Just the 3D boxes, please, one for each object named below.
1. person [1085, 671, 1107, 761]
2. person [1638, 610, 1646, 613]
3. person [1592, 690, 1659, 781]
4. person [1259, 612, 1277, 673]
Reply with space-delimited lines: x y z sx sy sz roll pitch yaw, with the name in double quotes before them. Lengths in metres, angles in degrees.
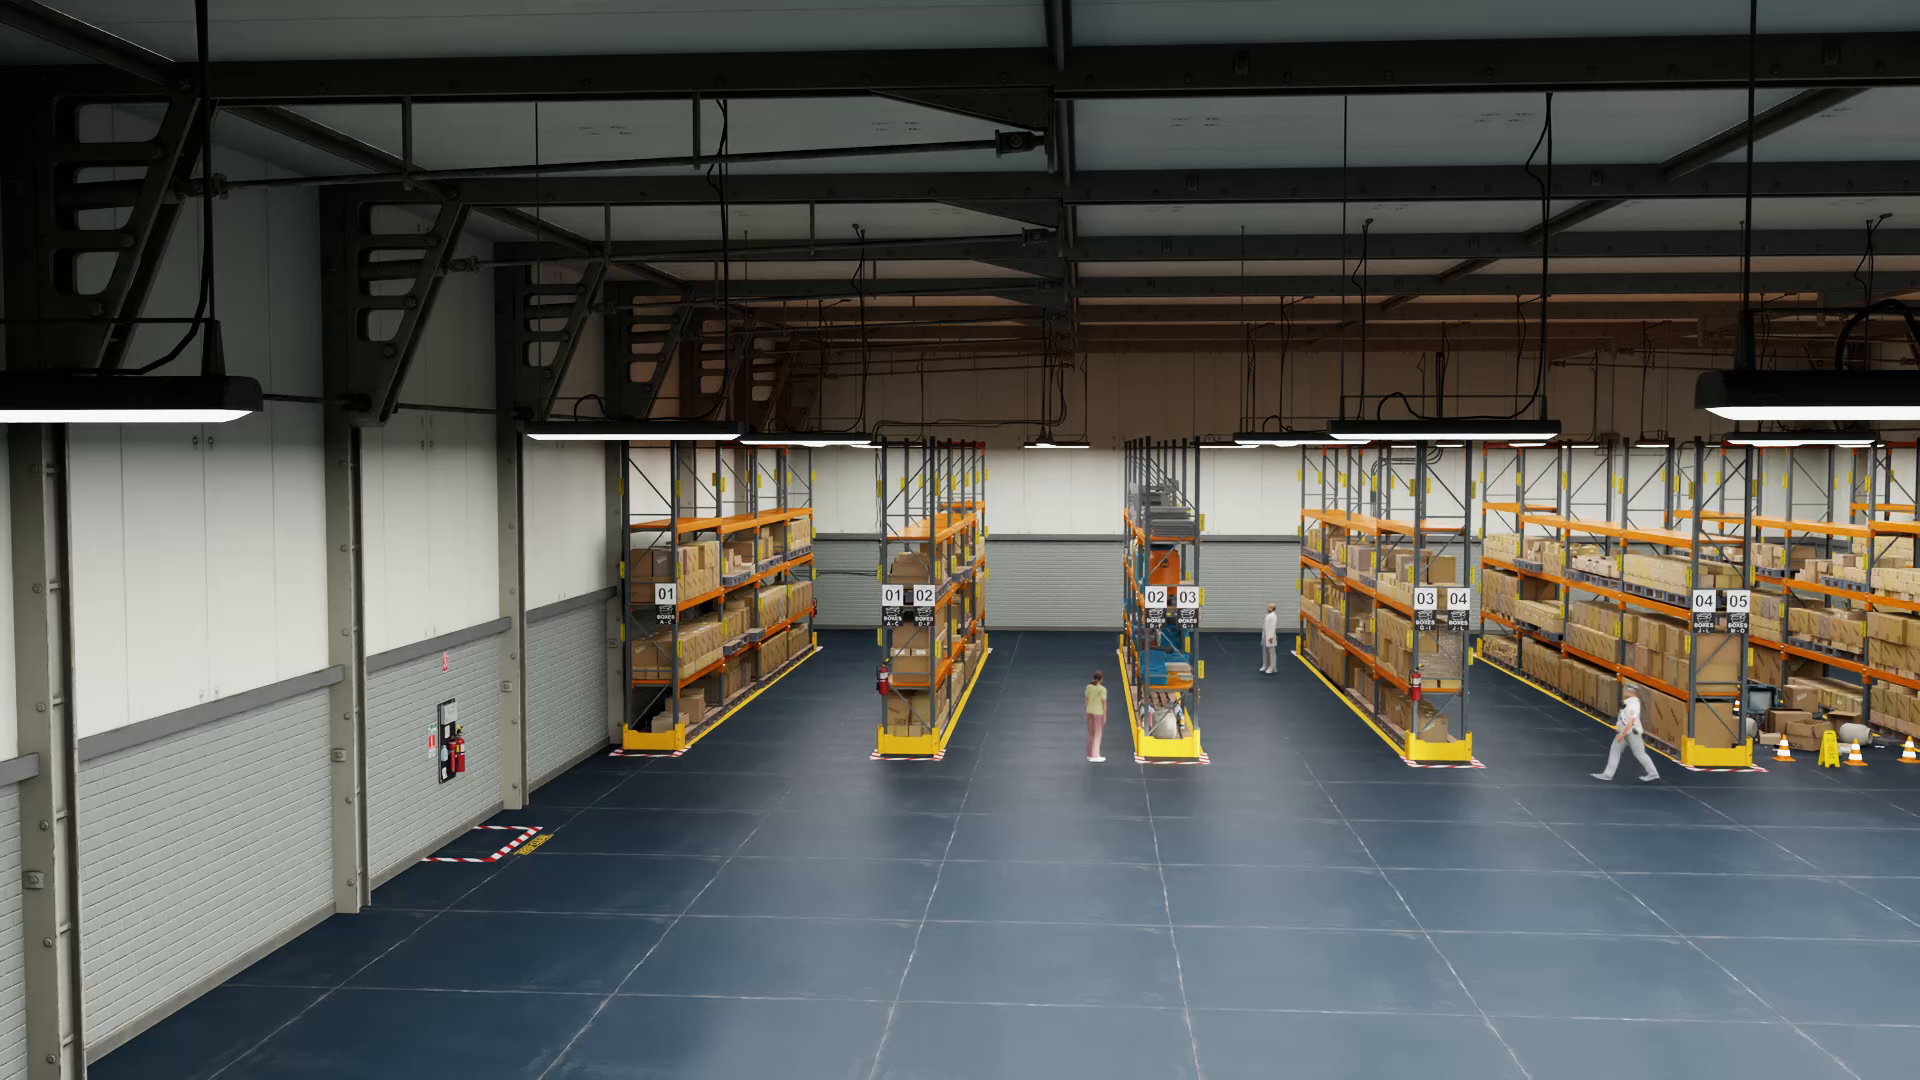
"person" 2.532 3.242 30.650 0.361 1.686 0.464 -3 4 -45
"person" 17.278 2.625 42.218 0.502 1.716 0.659 -1 3 -12
"person" 11.508 3.339 28.676 1.024 1.681 0.530 -1 3 -10
"person" 7.997 2.630 43.027 0.425 1.577 0.610 -1 3 -20
